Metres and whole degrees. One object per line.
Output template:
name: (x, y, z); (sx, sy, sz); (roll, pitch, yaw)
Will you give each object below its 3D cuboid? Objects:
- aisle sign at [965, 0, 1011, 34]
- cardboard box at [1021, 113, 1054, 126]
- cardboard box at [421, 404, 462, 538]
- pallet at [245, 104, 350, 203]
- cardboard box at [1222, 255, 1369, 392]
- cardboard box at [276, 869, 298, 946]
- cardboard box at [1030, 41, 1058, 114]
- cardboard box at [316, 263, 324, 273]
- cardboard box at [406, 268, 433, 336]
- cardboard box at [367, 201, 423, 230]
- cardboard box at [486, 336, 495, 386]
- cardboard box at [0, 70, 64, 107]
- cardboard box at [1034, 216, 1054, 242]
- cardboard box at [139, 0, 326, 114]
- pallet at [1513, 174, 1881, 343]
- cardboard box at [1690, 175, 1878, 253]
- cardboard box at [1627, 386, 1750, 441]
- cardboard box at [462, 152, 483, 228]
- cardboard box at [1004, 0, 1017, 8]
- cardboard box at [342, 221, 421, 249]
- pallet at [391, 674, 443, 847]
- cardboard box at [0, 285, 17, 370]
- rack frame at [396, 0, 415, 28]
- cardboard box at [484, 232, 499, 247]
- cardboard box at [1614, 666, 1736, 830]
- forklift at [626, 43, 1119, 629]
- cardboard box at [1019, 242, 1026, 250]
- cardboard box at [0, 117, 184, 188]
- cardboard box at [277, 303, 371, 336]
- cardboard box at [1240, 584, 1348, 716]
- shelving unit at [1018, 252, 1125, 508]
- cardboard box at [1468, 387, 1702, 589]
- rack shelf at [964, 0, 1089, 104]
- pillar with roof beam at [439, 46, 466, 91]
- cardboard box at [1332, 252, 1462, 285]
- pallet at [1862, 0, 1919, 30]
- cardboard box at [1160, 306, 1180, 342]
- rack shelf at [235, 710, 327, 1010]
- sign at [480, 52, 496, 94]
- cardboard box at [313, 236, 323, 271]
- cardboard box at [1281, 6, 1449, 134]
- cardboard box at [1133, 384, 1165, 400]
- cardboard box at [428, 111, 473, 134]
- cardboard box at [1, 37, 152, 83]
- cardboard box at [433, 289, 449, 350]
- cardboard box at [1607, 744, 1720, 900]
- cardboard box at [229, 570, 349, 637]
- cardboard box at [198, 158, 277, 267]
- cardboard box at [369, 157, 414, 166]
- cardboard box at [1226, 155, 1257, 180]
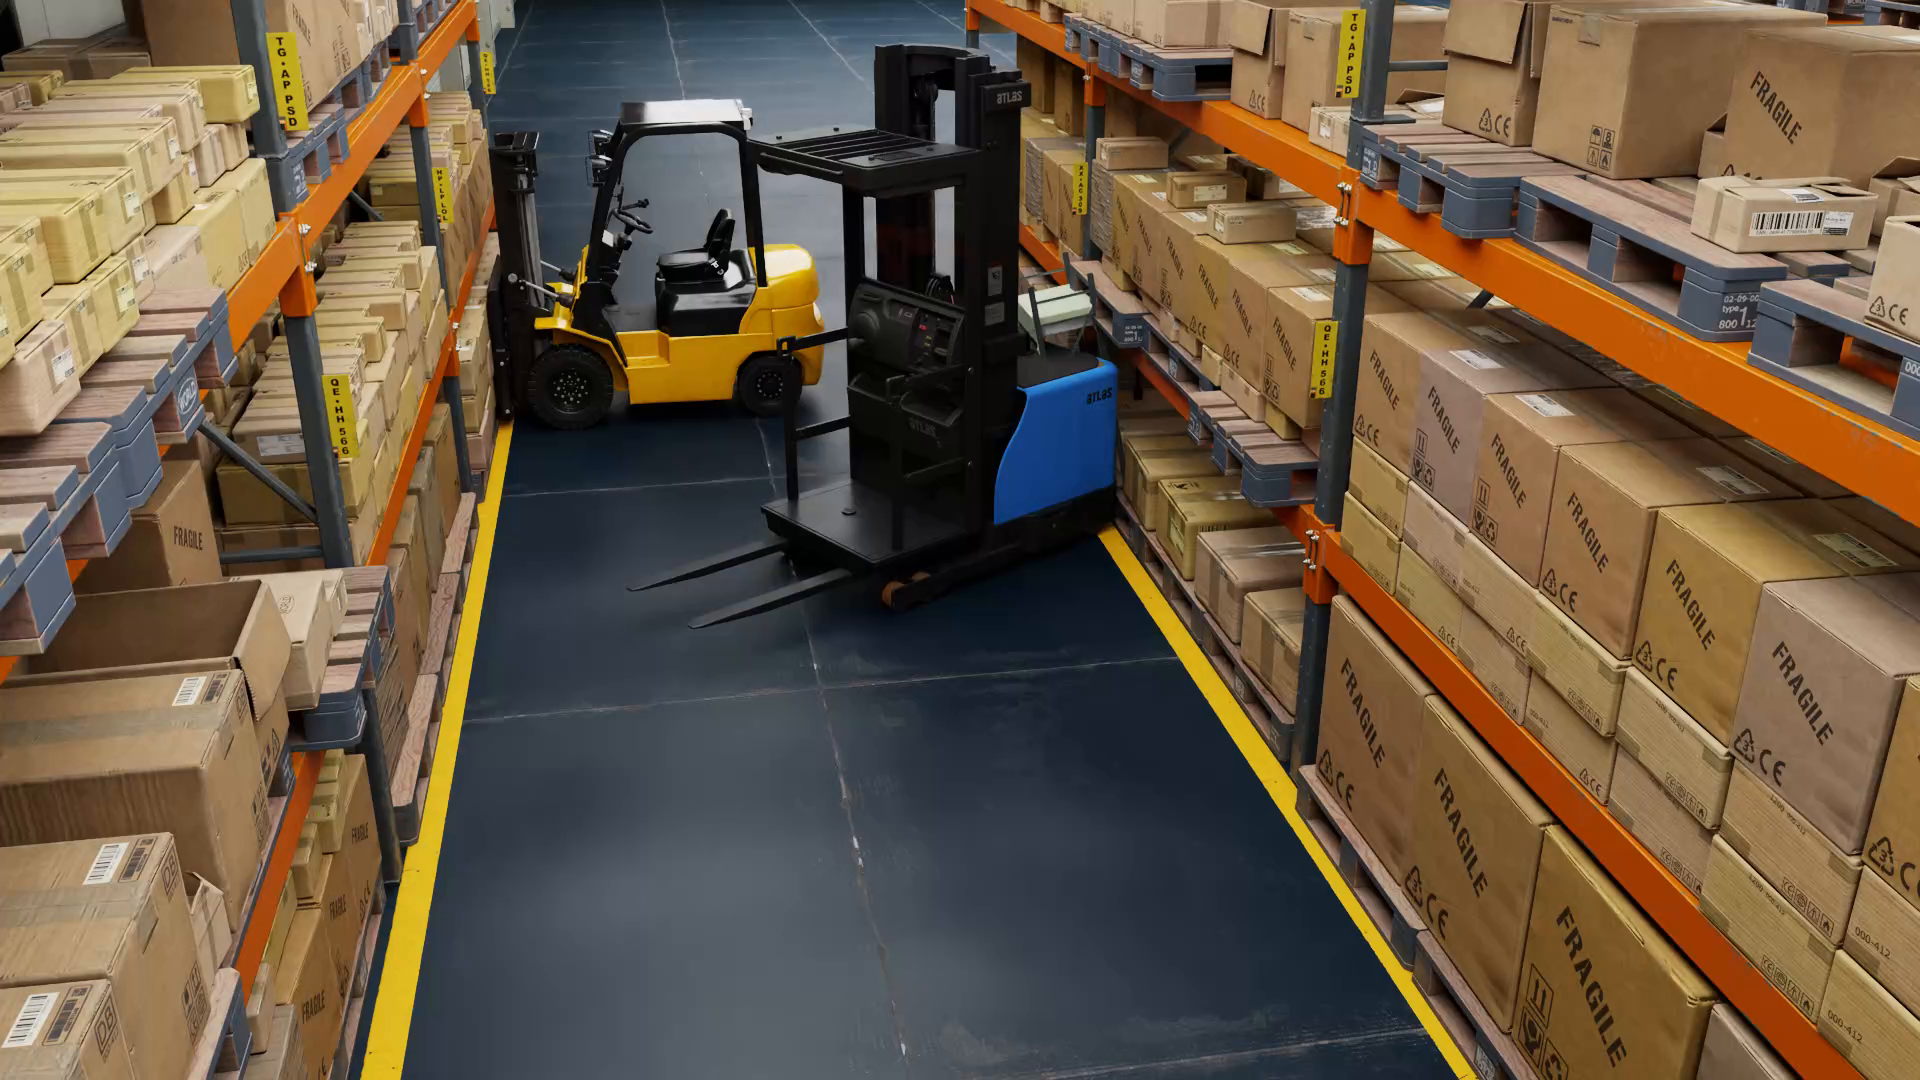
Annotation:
aisle sign: (0.238, -4.629, 13.854); (0.394, 0.787, 0.004); (-4, 24, -10)
cardboard box: (0.563, -3.008, 12.893); (0.500, 0.500, 0.500); (-5, 24, -11)
cardboard box: (-3.476, -0.394, 9.847); (0.875, 0.625, 0.625); (-3, 24, -7)
pallet: (-3.057, -1.469, 6.355); (1.213, 0.211, 1.003); (-3, 24, -7)
cardboard box: (1.570, -1.025, 7.828); (0.500, 0.500, 0.500); (-5, 24, -11)
cardboard box: (-2.413, 1.229, 5.475); (0.380, 0.149, 0.250); (-4, 24, -8)
cardboard box: (0.949, -3.692, 13.211); (0.700, 0.500, 0.500); (-4, 24, -9)
cardboard box: (-3.742, -1.436, 9.353); (0.500, 0.250, 0.500); (-5, 24, -11)
cardboard box: (-3.139, -1.279, 8.993); (0.500, 0.250, 0.500); (-5, 24, -11)
cardboard box: (-3.384, -1.982, 10.106); (0.380, 0.149, 0.250); (-5, 24, -11)
cardboard box: (-3.546, -1.265, 11.686); (0.500, 0.250, 0.500); (-5, 24, -10)
cardboard box: (-3.048, -1.381, 5.233); (0.380, 0.149, 0.250); (-5, 24, -12)
cardboard box: (0.744, -2.251, 11.971); (0.380, 0.149, 0.250); (-5, 24, -11)
cardboard box: (-2.739, -1.883, 6.291); (0.500, 0.500, 0.500); (-4, 24, -9)
pallet: (2.414, -0.889, 5.026); (1.003, 0.211, 1.213); (-3, 24, -7)
cardboard box: (2.276, -0.909, 4.603); (0.380, 0.166, 0.250); (-2, 24, -5)
cardboard box: (2.574, -0.213, 5.615); (0.500, 0.500, 0.500); (-4, 24, -10)
cardboard box: (-3.792, -2.533, 12.177); (0.500, 0.500, 0.500); (-5, 24, -11)
cardboard box: (0.539, -4.034, 12.304); (0.380, 0.149, 0.250); (-4, 24, -9)
cardboard box: (-3.302, -1.719, 9.504); (0.380, 0.149, 0.250); (-3, 24, -8)
pallet: (-2.958, 1.030, 7.627); (1.003, 0.211, 1.213); (-4, 24, -10)
cardboard box: (-1.853, -0.334, 2.812); (0.380, 0.149, 0.250); (-5, 24, -11)
rack frame: (-3.584, -4.244, 8.723); (1.000, 3.000, 0.127); (-4, 24, -10)
cardboard box: (-3.932, -2.300, 13.430); (0.500, 0.250, 0.500); (-4, 24, -8)
cardboard box: (2.251, 0.568, 4.764); (0.500, 0.250, 0.500); (-4, 24, -8)
forklift: (-0.471, -1.179, 9.287); (3.031, 2.935, 1.130); (-19, 30, -37)
cardboard box: (0.537, -2.160, 13.422); (0.500, 0.500, 0.500); (-5, 24, -12)
cardboard box: (-2.299, -1.021, 4.410); (0.380, 0.149, 0.250); (-5, 24, -11)
cardboard box: (-3.006, -1.013, 7.887); (0.380, 0.149, 0.250); (-4, 24, -10)
cardboard box: (1.939, 0.499, 8.118); (0.950, 0.372, 0.625); (-6, 24, -13)
shelving unit: (0.693, -0.985, 10.521); (0.431, 1.500, 0.755); (-14, 21, -4)
cardboard box: (2.066, -0.183, 5.546); (0.500, 0.500, 0.500); (-4, 24, -8)
rack shelf: (0.924, -3.695, 12.113); (1.077, 0.370, 4.000); (-4, 24, -10)
pillar with roof beam: (-3.069, -10.515, 23.082); (9.100, 9.000, 0.400); (-4, 24, -10)
cardboard box: (2.074, -1.063, 7.915); (0.500, 0.500, 0.500); (-3, 24, -7)
pallet: (6.358, -3.199, 10.319); (0.805, 0.209, 1.217); (-5, 24, -12)
cardboard box: (1.299, -1.185, 9.005); (0.380, 0.149, 0.250); (-3, 24, -8)
rack shelf: (-2.474, 1.195, 4.664); (1.077, 0.370, 4.000); (-4, 24, -10)
sign: (-3.788, -3.742, 13.326); (0.100, 0.325, 0.005); (-4, 24, -10)
cardboard box: (-3.732, -1.574, 9.171); (0.380, 0.149, 0.250); (-5, 24, -12)
cardboard box: (1.868, -2.084, 7.401); (0.700, 0.500, 0.500); (-4, 24, -10)
cardboard box: (1.450, -1.048, 11.812); (0.500, 0.250, 0.500); (-5, 24, -12)
cardboard box: (-3.769, -3.028, 12.129); (0.380, 0.149, 0.250); (-4, 24, -8)
cardboard box: (-3.230, -1.731, 6.256); (0.500, 0.250, 0.500); (-4, 24, -10)
cardboard box: (-3.233, -1.247, 9.544); (0.500, 0.250, 0.500); (-4, 24, -9)
cardboard box: (2.275, 0.794, 4.871); (0.500, 0.250, 0.500); (-5, 24, -11)
cardboard box: (-2.346, 0.232, 5.761); (0.380, 0.149, 0.250); (-4, 24, -9)
cardboard box: (-2.511, -1.043, 5.330); (0.500, 0.250, 0.500); (-5, 24, -12)
cardboard box: (-3.544, -2.317, 10.500); (0.380, 0.149, 0.250); (-5, 24, -11)
cardboard box: (1.741, -2.100, 9.479); (0.380, 0.149, 0.250); (-5, 24, -11)
